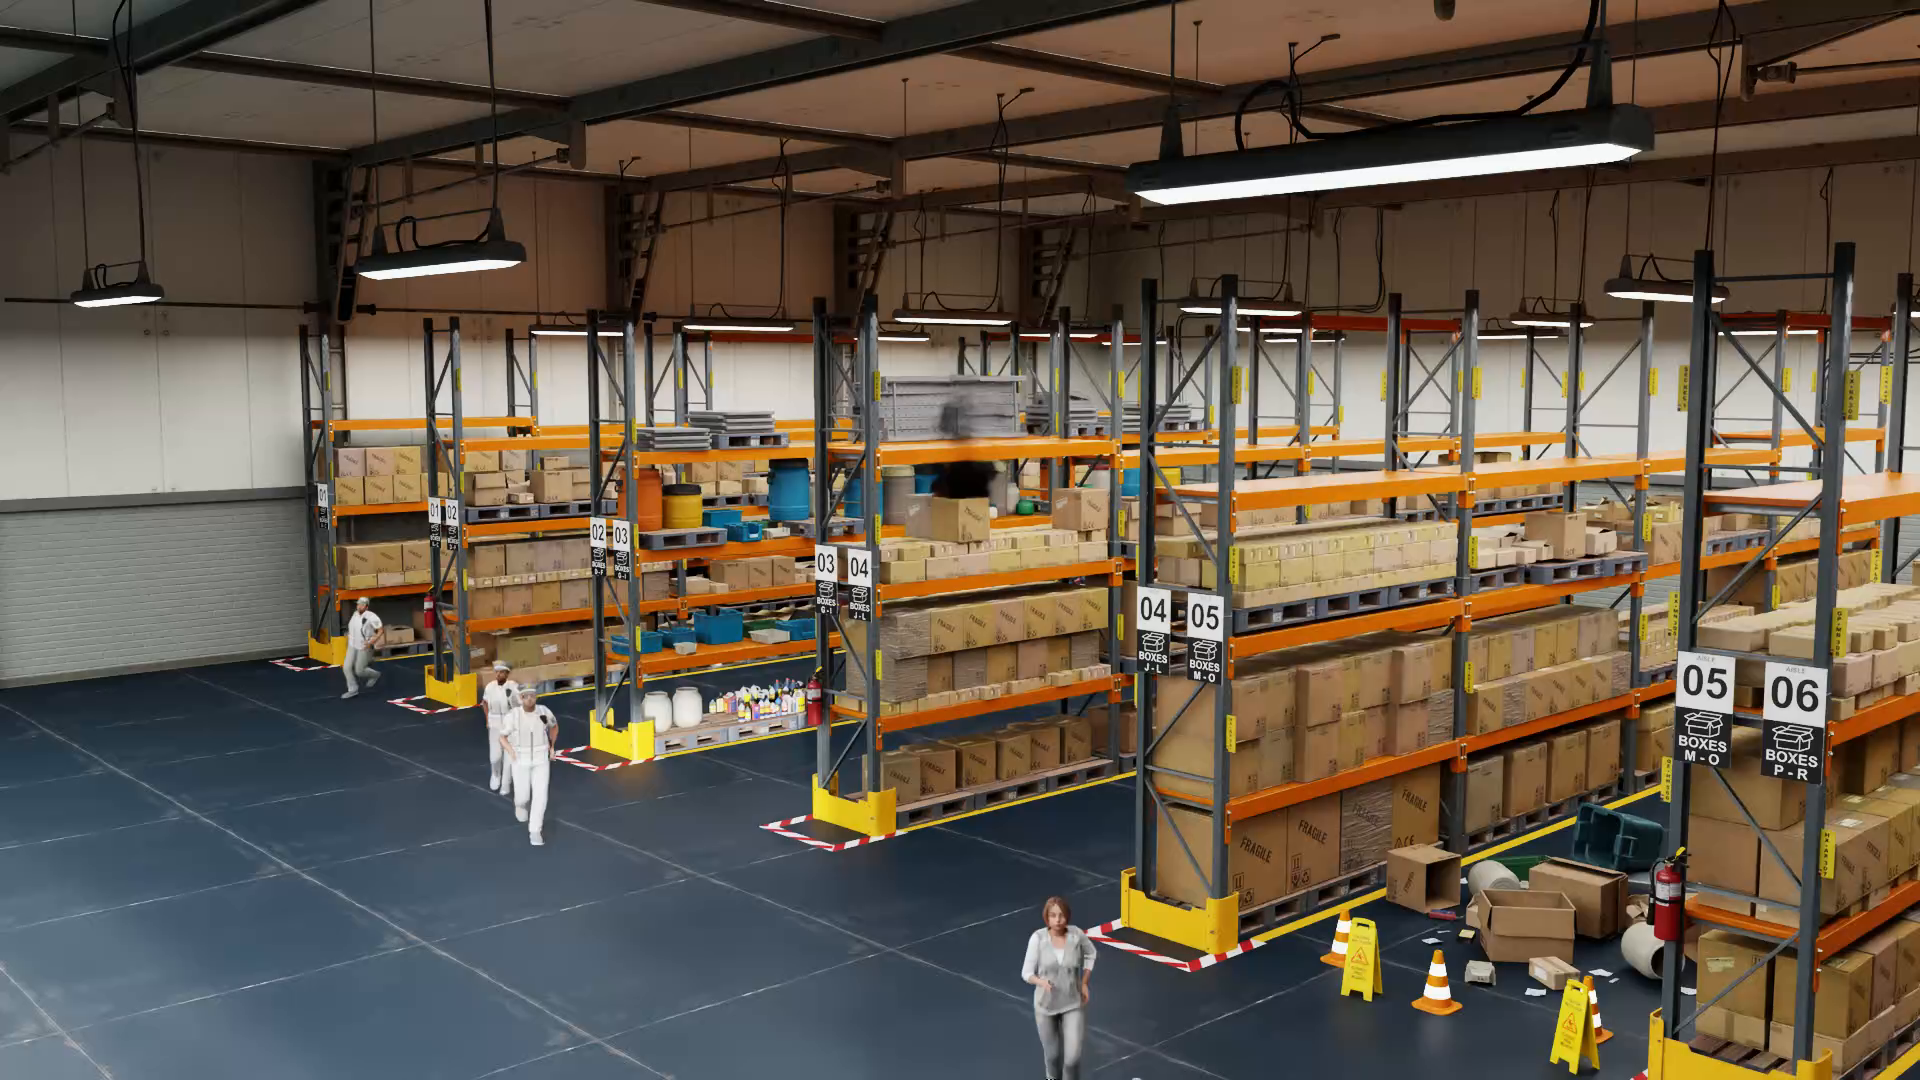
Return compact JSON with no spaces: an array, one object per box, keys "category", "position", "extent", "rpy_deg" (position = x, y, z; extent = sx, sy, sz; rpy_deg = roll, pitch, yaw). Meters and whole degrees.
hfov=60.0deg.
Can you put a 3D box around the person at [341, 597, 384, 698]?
[{"category":"person","position":[-9.492,1.702,26.554],"extent":[0.676,1.608,0.655],"rpy_deg":[2,6,22]}]

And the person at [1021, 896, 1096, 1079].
[{"category":"person","position":[0.677,3.231,11.379],"extent":[0.513,1.634,0.702],"rpy_deg":[0,6,4]}]

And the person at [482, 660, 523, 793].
[{"category":"person","position":[-5.575,2.287,20.303],"extent":[0.561,1.668,0.558],"rpy_deg":[-1,6,-6]}]

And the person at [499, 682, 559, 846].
[{"category":"person","position":[-4.768,2.442,18.460],"extent":[0.664,1.762,0.825],"rpy_deg":[-2,6,-21]}]
